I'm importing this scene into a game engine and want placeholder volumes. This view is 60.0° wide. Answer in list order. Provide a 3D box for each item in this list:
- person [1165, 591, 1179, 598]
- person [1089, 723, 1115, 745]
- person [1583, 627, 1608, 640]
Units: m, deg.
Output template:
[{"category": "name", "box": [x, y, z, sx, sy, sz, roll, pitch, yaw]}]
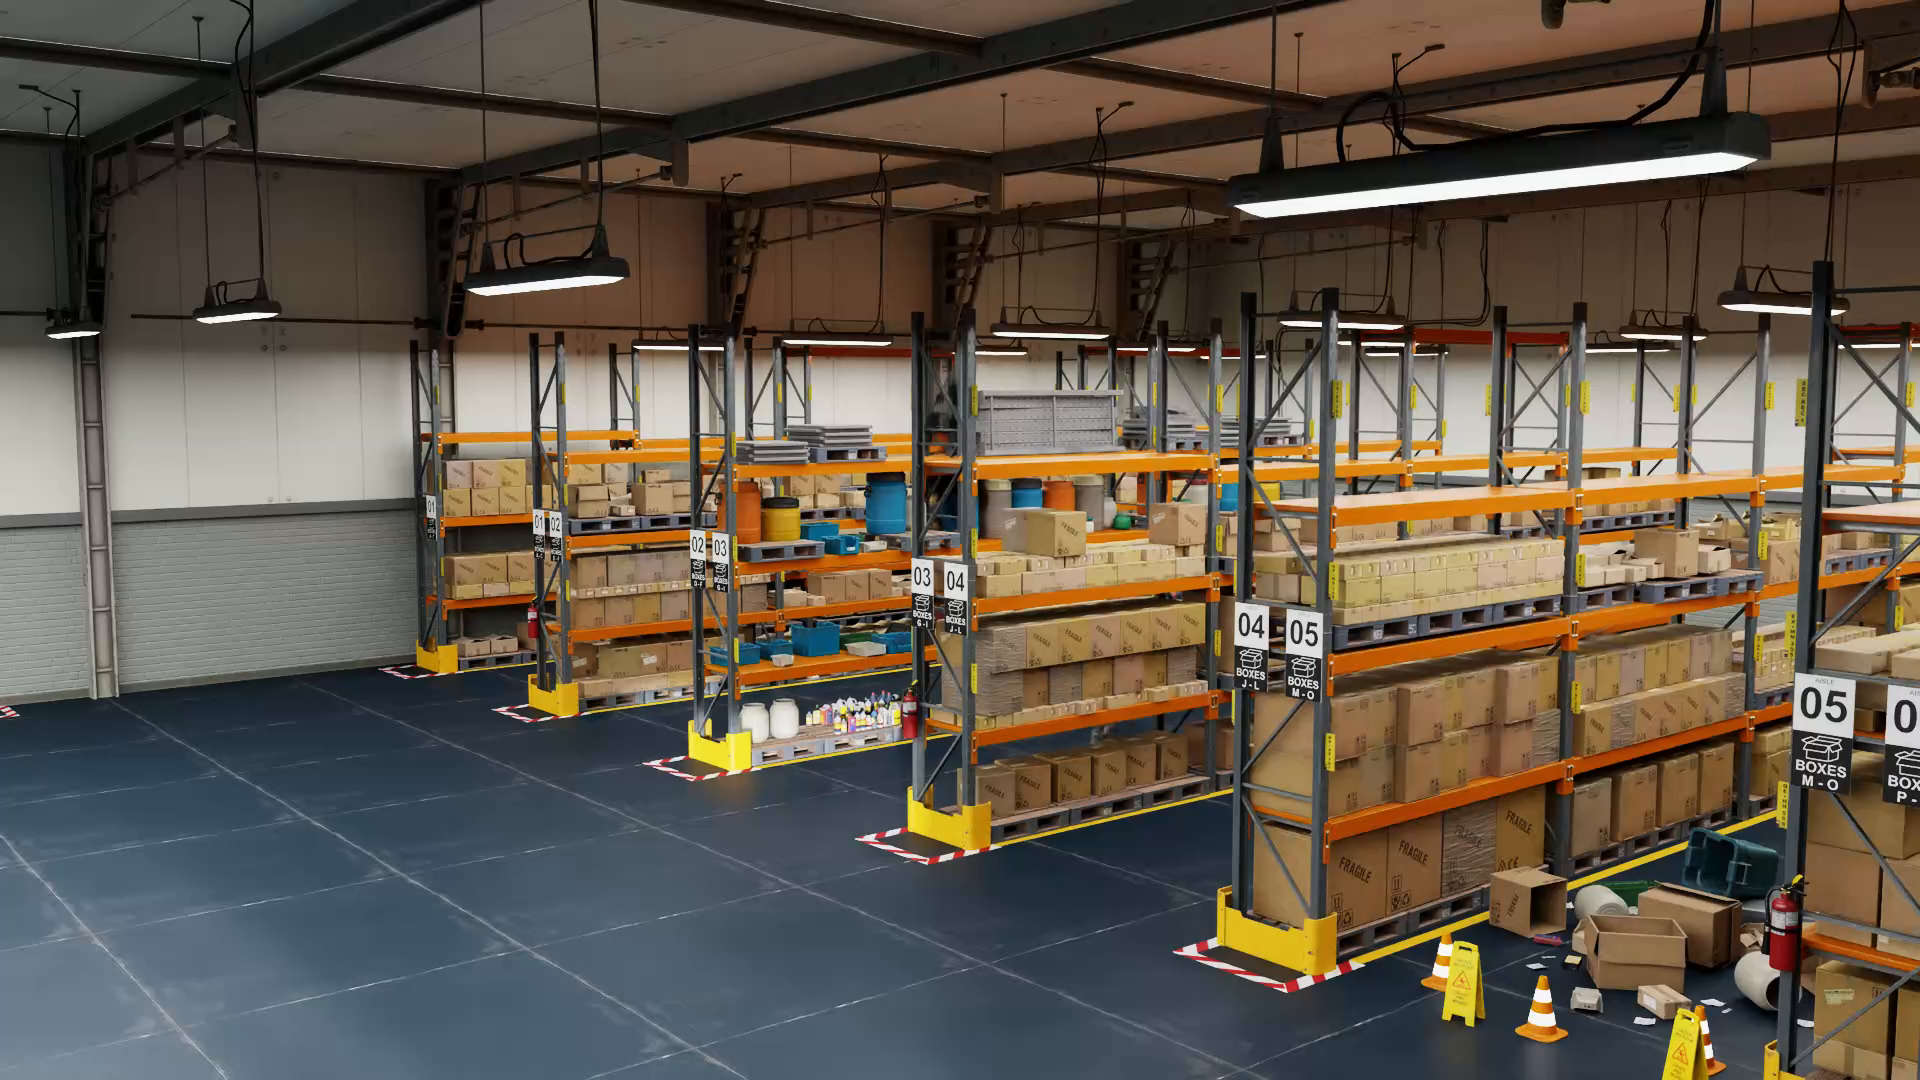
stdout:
[{"category": "person", "box": [4.204, 1.332, 32.520, 0.541, 1.726, 0.793, 5, 7, 43]}, {"category": "person", "box": [1.891, 1.911, 22.691, 0.711, 1.874, 0.674, -4, 7, -40]}, {"category": "person", "box": [9.330, 2.030, 24.404, 0.722, 1.807, 0.938, 5, 7, 44]}]
